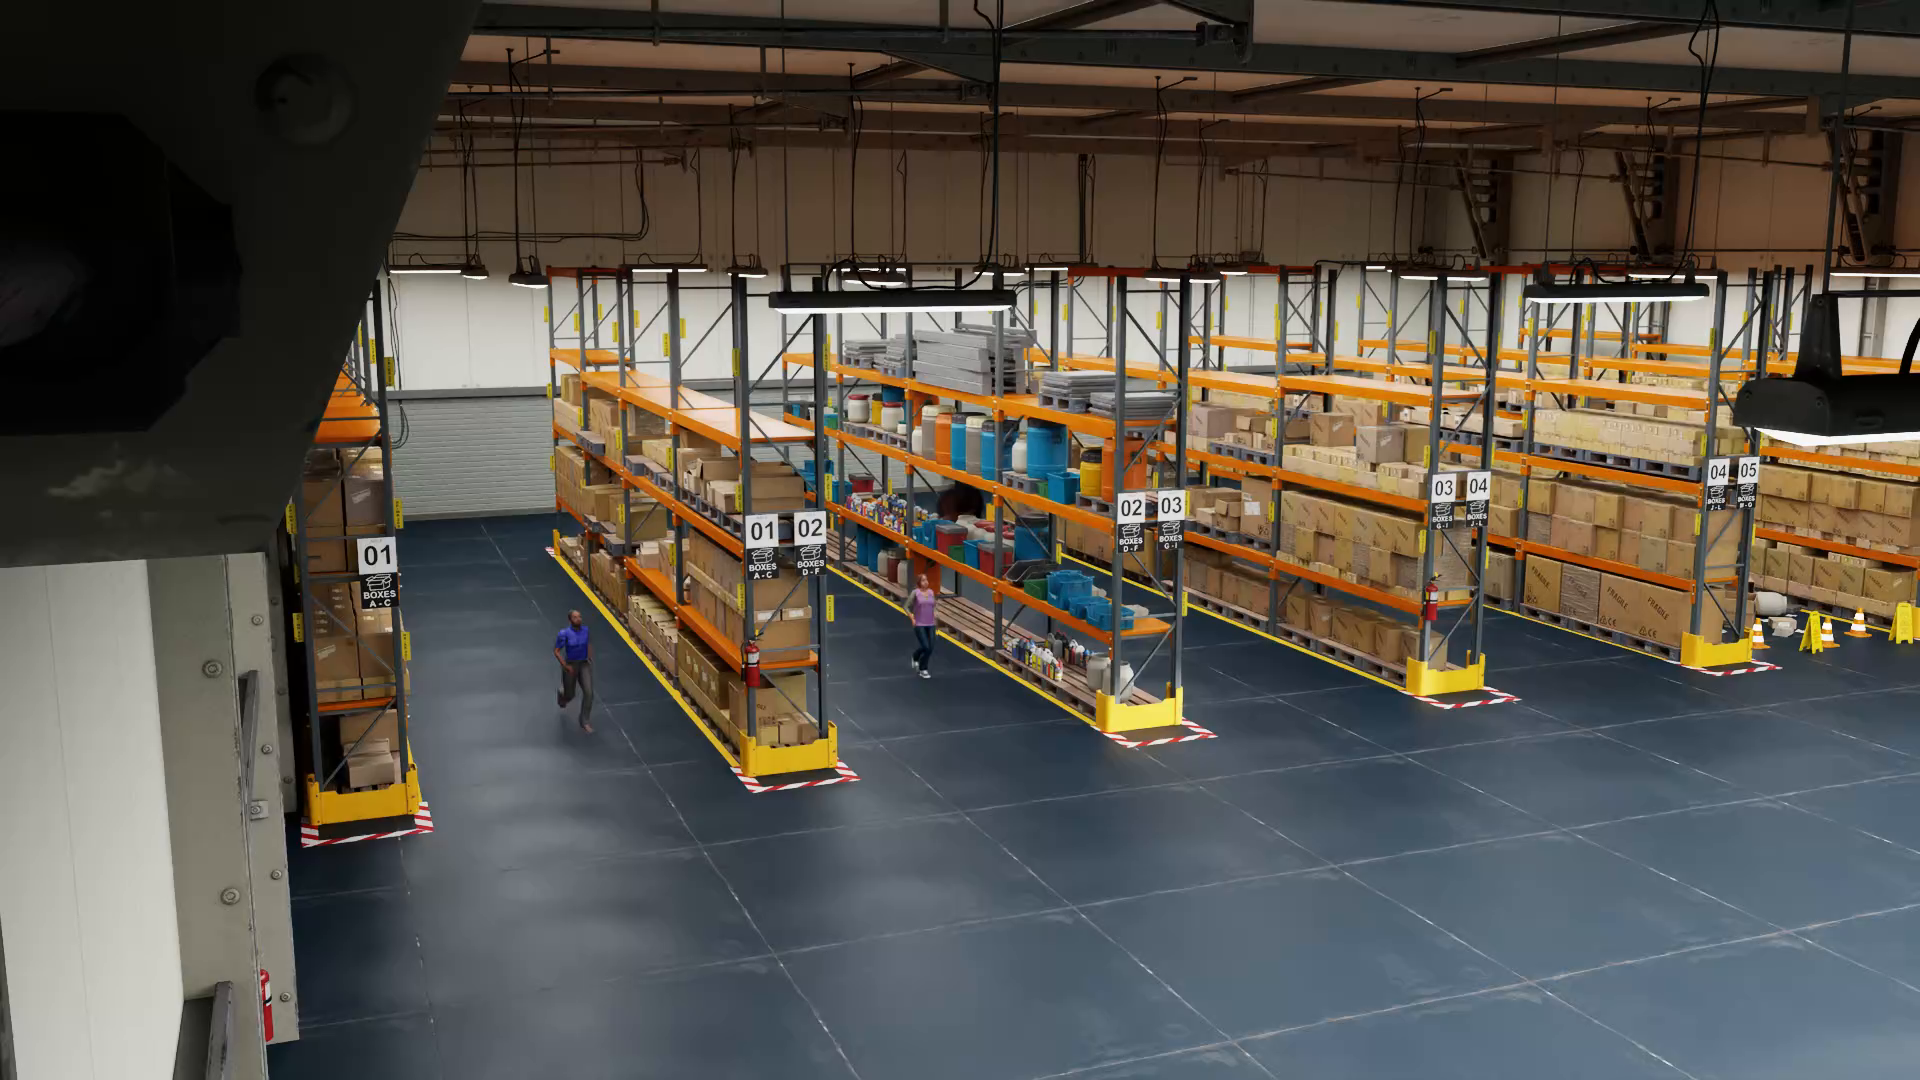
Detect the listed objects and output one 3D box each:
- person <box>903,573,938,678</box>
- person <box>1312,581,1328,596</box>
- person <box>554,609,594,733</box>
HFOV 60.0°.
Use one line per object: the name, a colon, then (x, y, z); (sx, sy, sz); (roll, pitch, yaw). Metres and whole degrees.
person: (-0.526, 1.275, 24.531); (0.503, 1.552, 0.495); (-5, 11, -27)
person: (6.627, 0.274, 30.329); (0.576, 1.686, 0.593); (-4, 11, -19)
person: (-5.144, 1.725, 22.260); (0.568, 1.632, 0.864); (-6, 12, -32)
